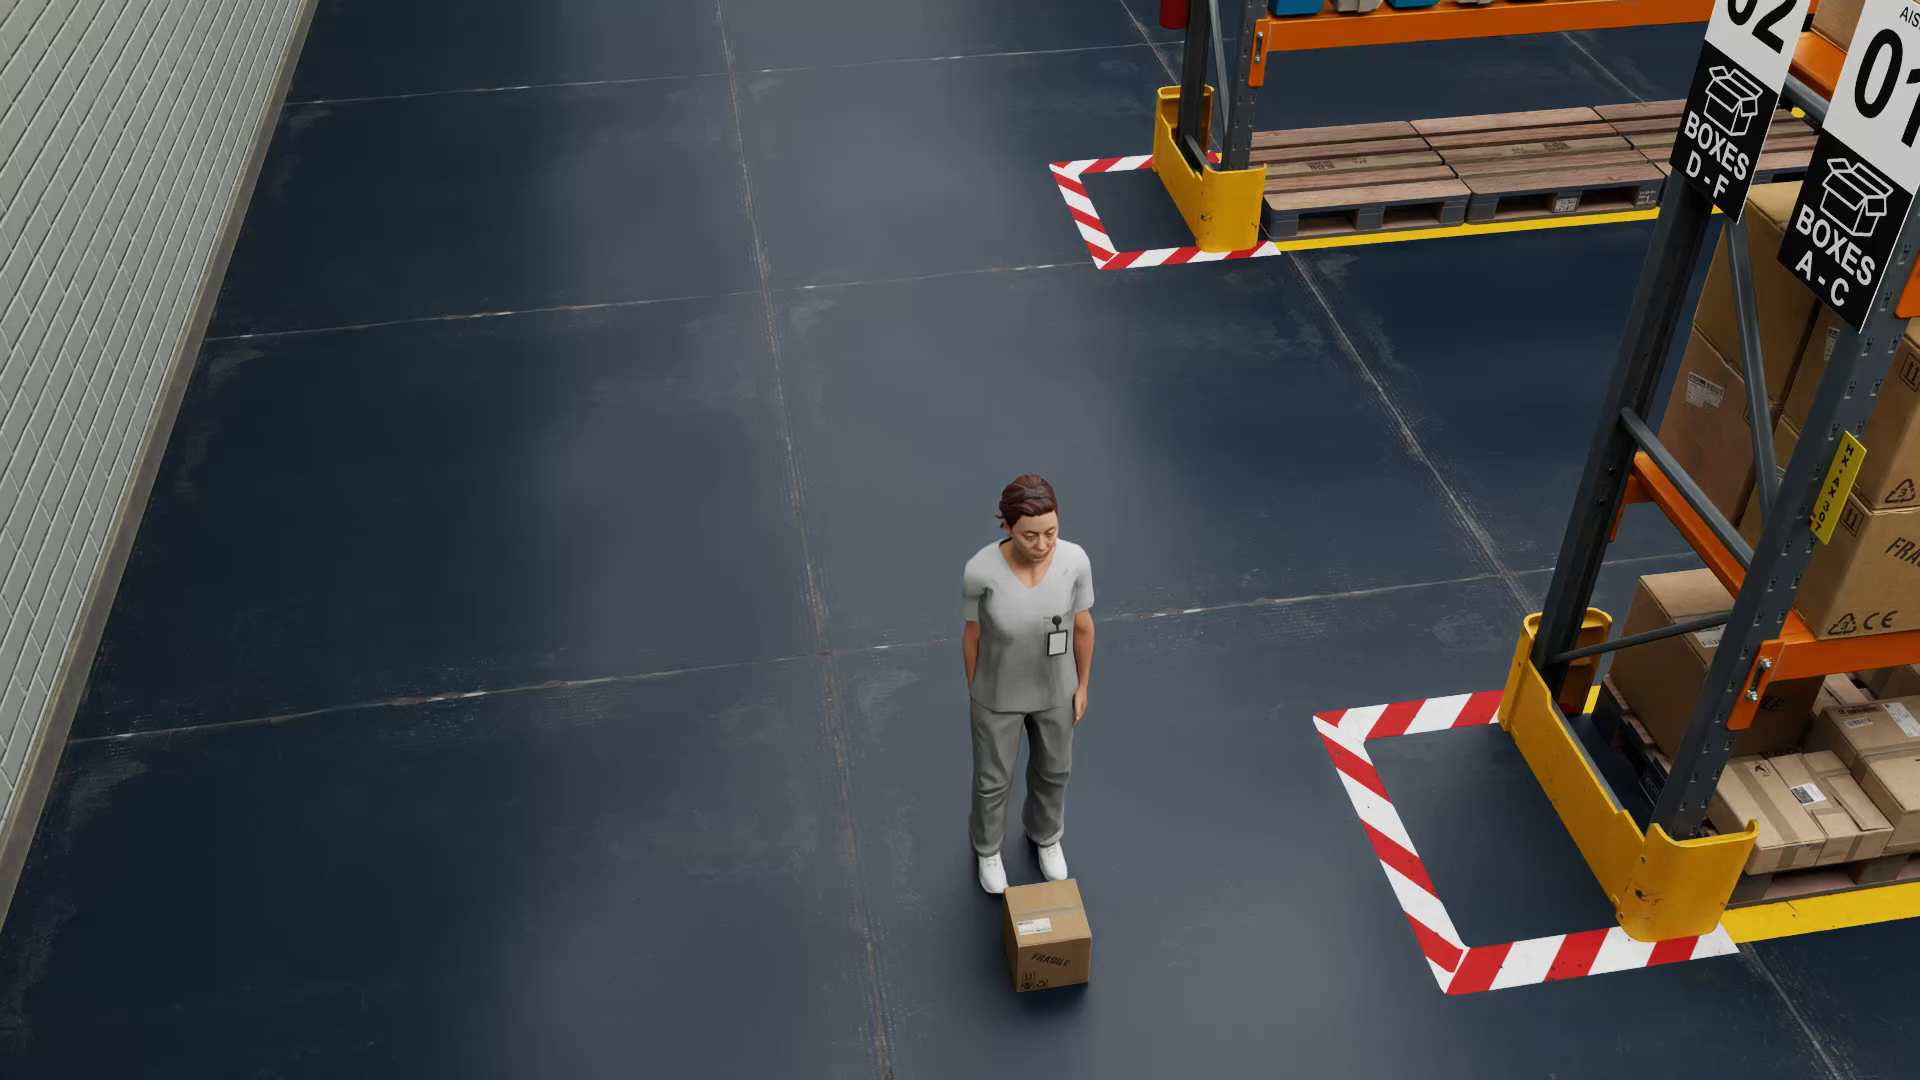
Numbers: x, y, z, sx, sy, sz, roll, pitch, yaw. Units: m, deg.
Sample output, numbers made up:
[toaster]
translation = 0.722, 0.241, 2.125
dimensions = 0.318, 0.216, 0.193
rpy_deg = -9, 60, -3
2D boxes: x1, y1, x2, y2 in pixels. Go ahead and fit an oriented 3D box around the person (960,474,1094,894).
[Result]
[person]
translation = 0.221, 0.595, 5.631
dimensions = 0.440, 1.418, 0.384
rpy_deg = -5, 39, -7
